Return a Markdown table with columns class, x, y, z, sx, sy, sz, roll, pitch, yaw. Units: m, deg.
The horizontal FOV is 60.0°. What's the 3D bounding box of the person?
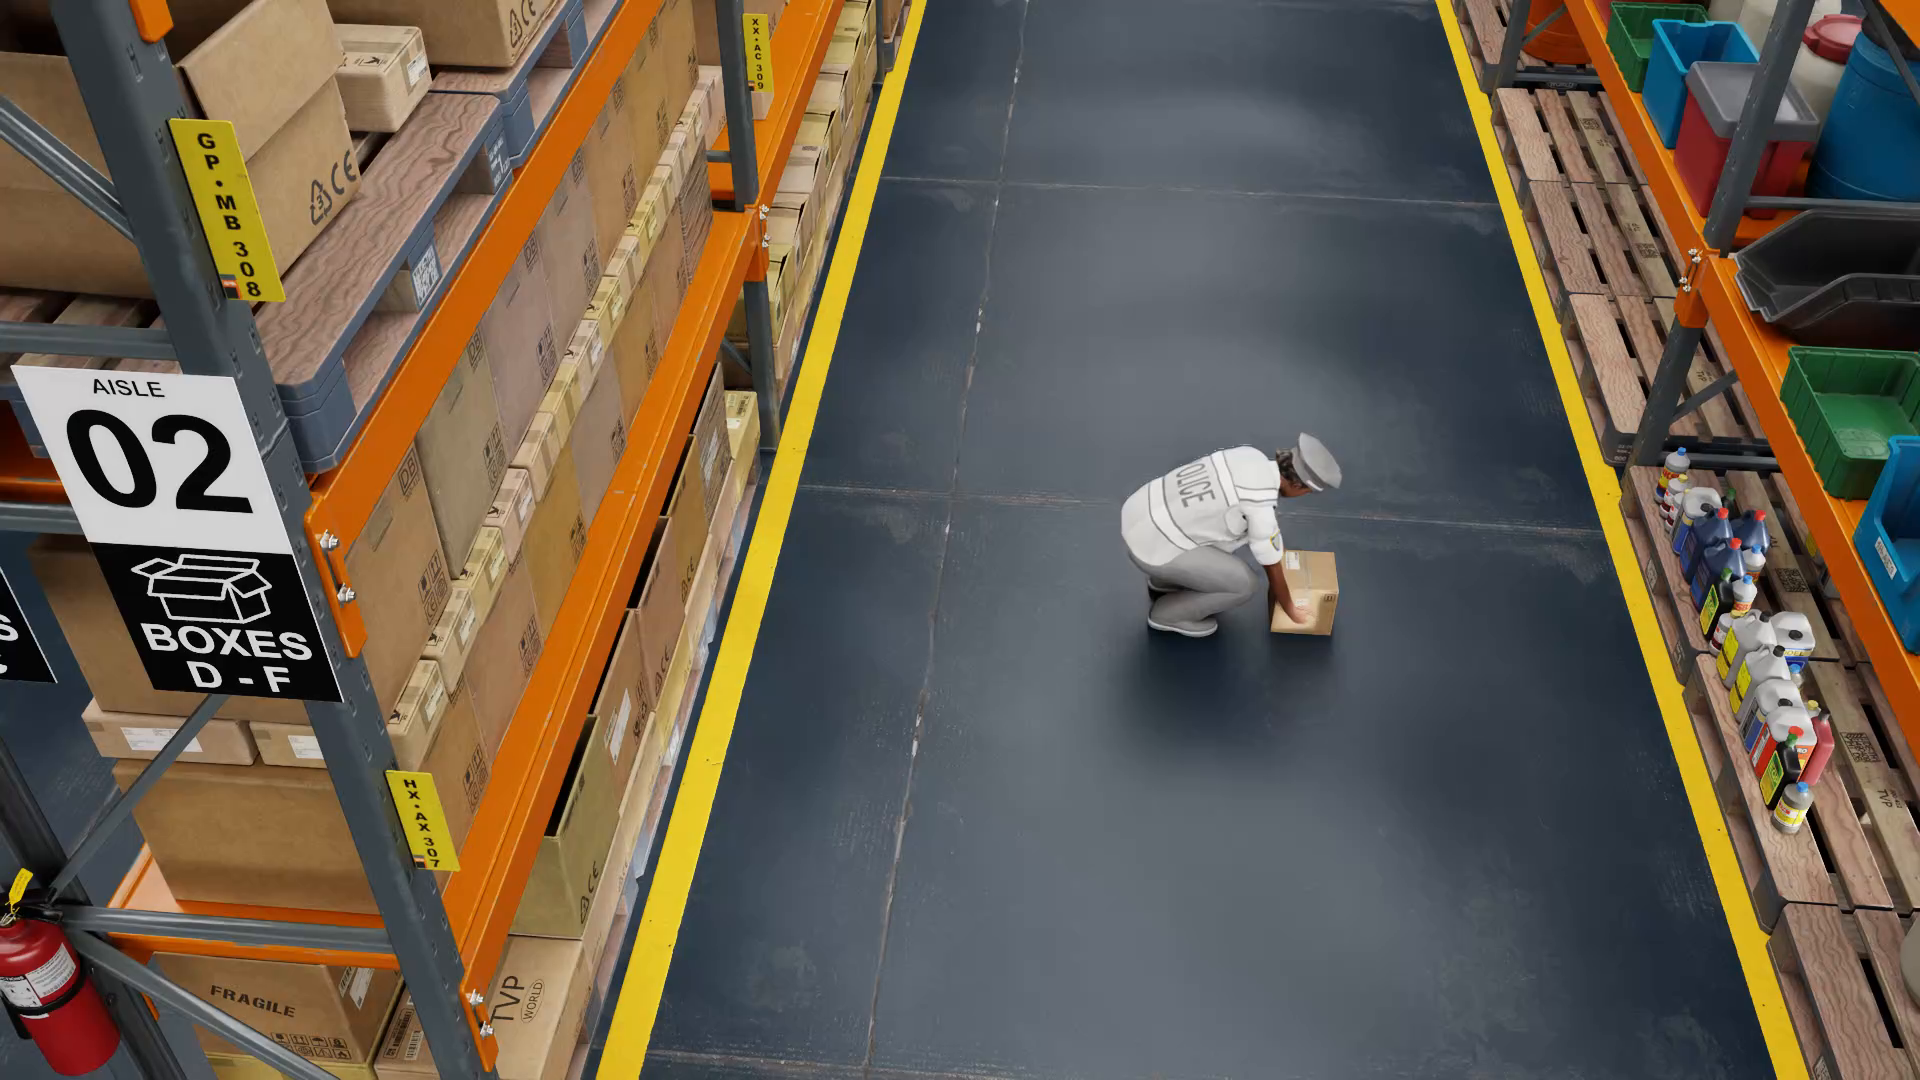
| class | x | y | z | sx | sy | sz | roll | pitch | yaw |
| --- | --- | --- | --- | --- | --- | --- | --- | --- | --- |
| person | 1.095 | -0.036 | 6.826 | 0.868 | 0.863 | 0.479 | 3 | 40 | 4 |
